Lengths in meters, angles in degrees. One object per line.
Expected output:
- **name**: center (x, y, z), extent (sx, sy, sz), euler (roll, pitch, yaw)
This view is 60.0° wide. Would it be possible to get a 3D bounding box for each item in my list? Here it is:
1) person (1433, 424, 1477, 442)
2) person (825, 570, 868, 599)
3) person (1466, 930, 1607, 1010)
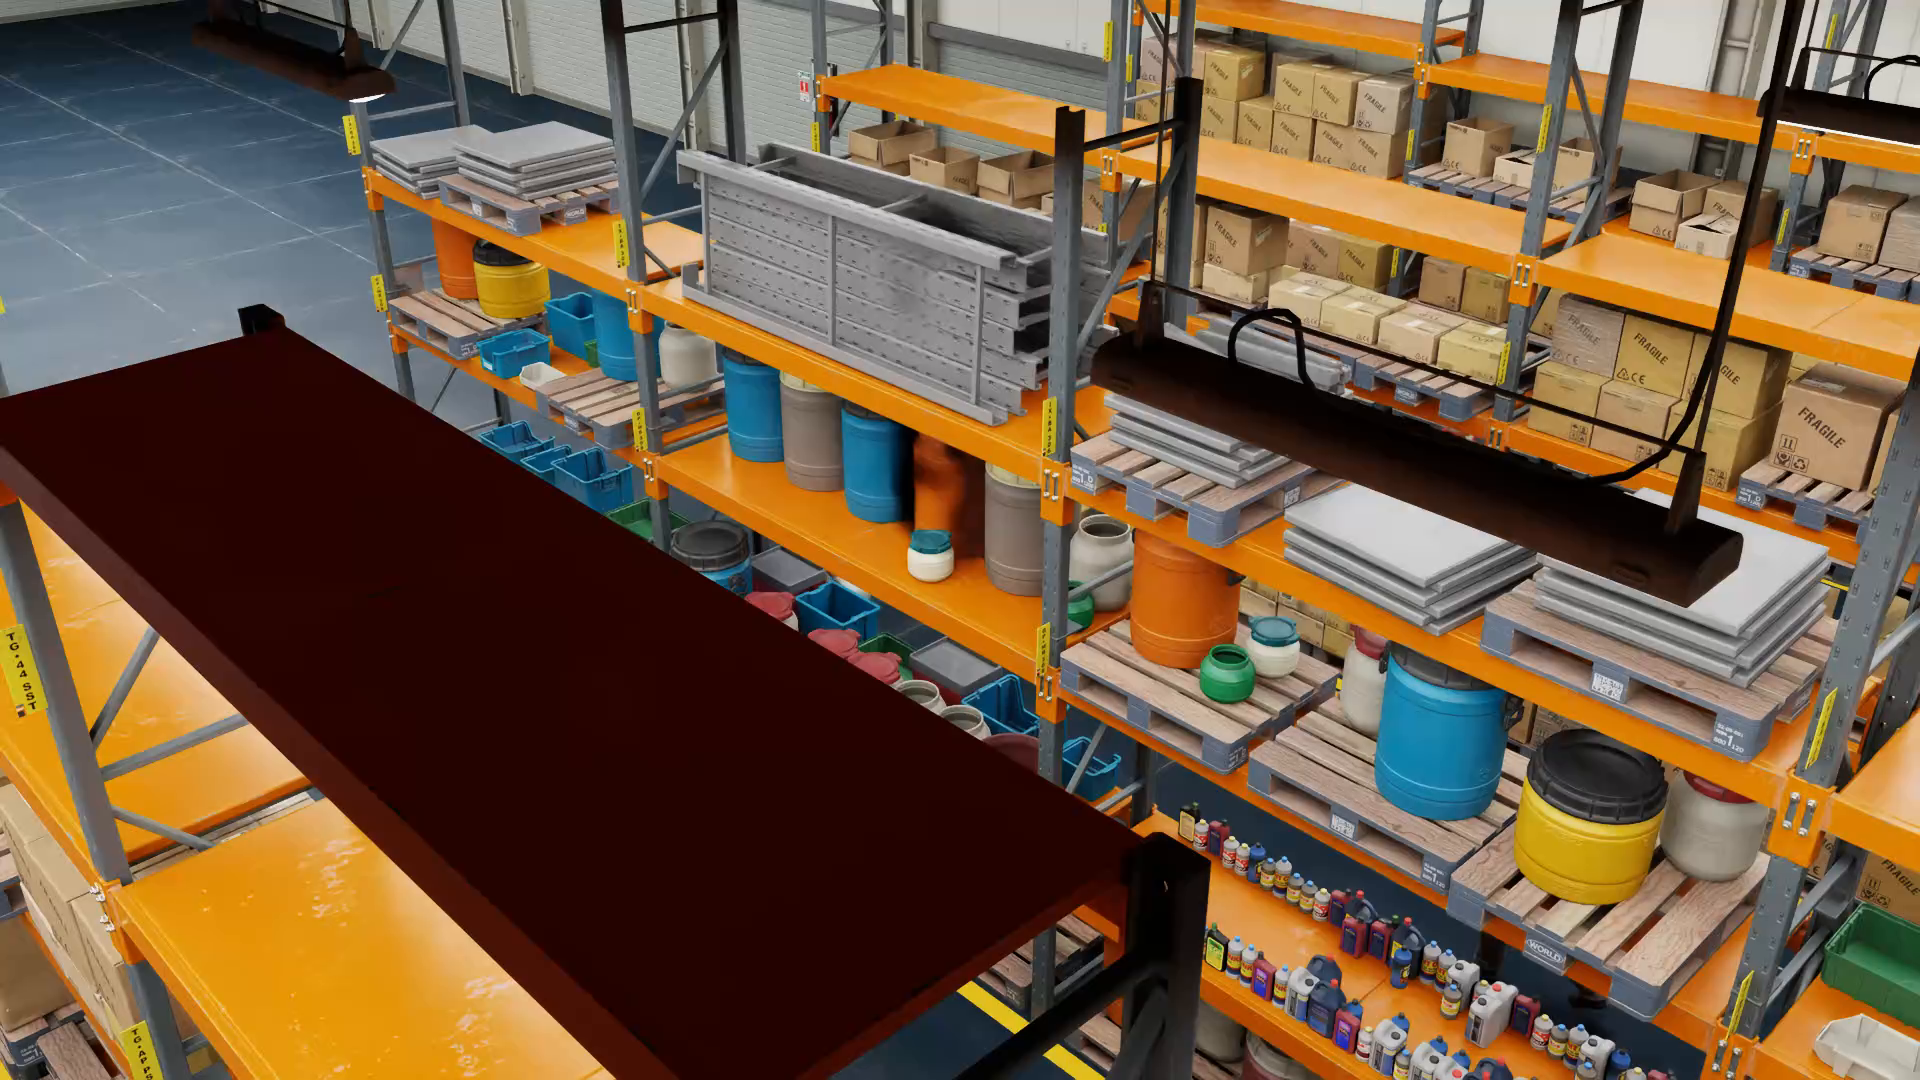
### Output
- **person**: center (5.034, -0.980, 16.867), extent (0.646, 1.729, 0.660), euler (20, 34, 33)
- **person**: center (-1.076, 0.464, 14.539), extent (0.976, 1.384, 0.569), euler (23, 36, 36)
- **person**: center (3.799, 2.365, 10.759), extent (0.984, 1.682, 0.696), euler (22, 35, 35)
